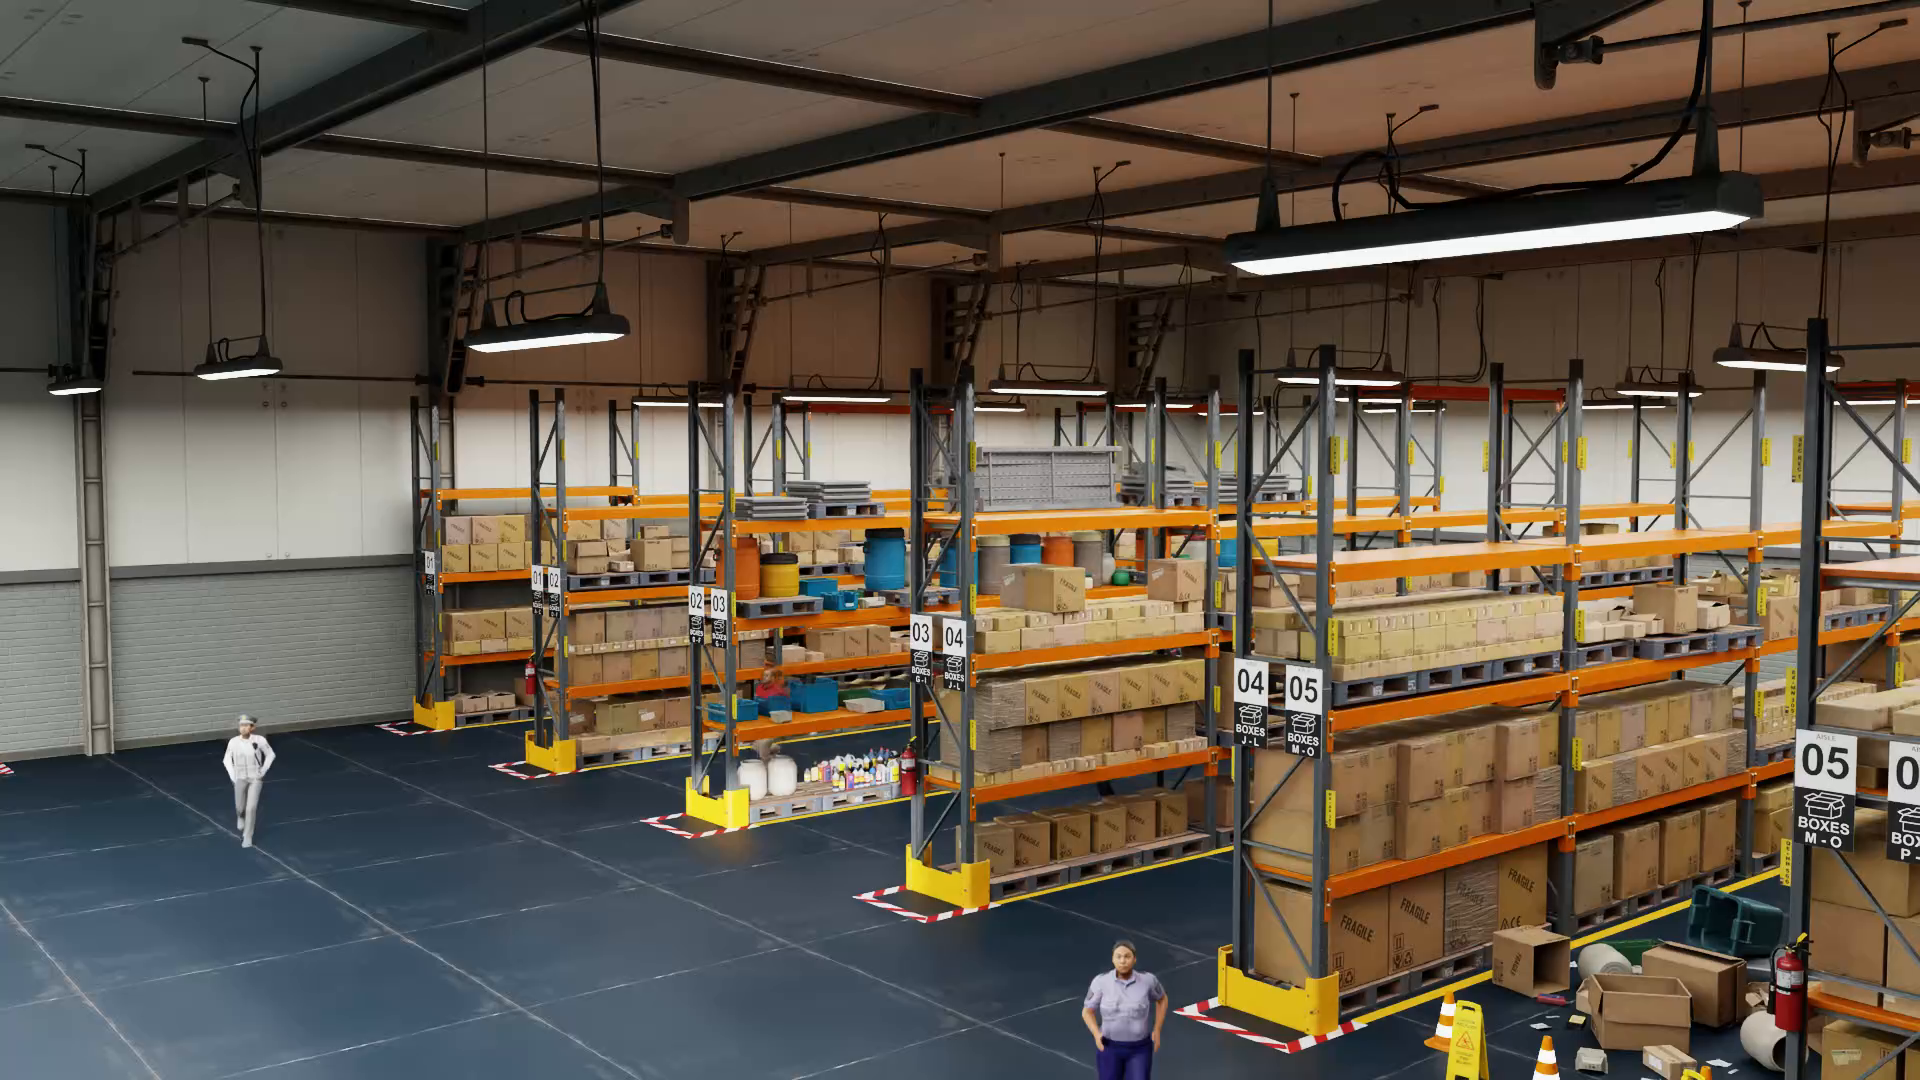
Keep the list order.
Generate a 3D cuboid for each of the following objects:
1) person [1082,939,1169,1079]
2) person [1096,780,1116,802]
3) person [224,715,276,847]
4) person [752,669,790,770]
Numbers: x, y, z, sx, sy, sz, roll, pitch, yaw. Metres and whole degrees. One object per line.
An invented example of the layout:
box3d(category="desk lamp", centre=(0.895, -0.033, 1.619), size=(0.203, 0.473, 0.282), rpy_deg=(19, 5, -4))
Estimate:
box3d(category="person", centre=(1.182, 3.666, 11.895), size=(0.618, 1.642, 0.853), rpy_deg=(0, 3, 6))
box3d(category="person", centre=(1.978, 3.033, 22.610), size=(0.660, 1.635, 0.514), rpy_deg=(-3, 5, -42))
box3d(category="person", centre=(-9.177, 3.076, 21.498), size=(0.622, 1.685, 0.683), rpy_deg=(-1, 3, -14))
box3d(category="person", centre=(-2.924, 2.816, 25.567), size=(0.663, 1.681, 0.708), rpy_deg=(2, 4, 34))
